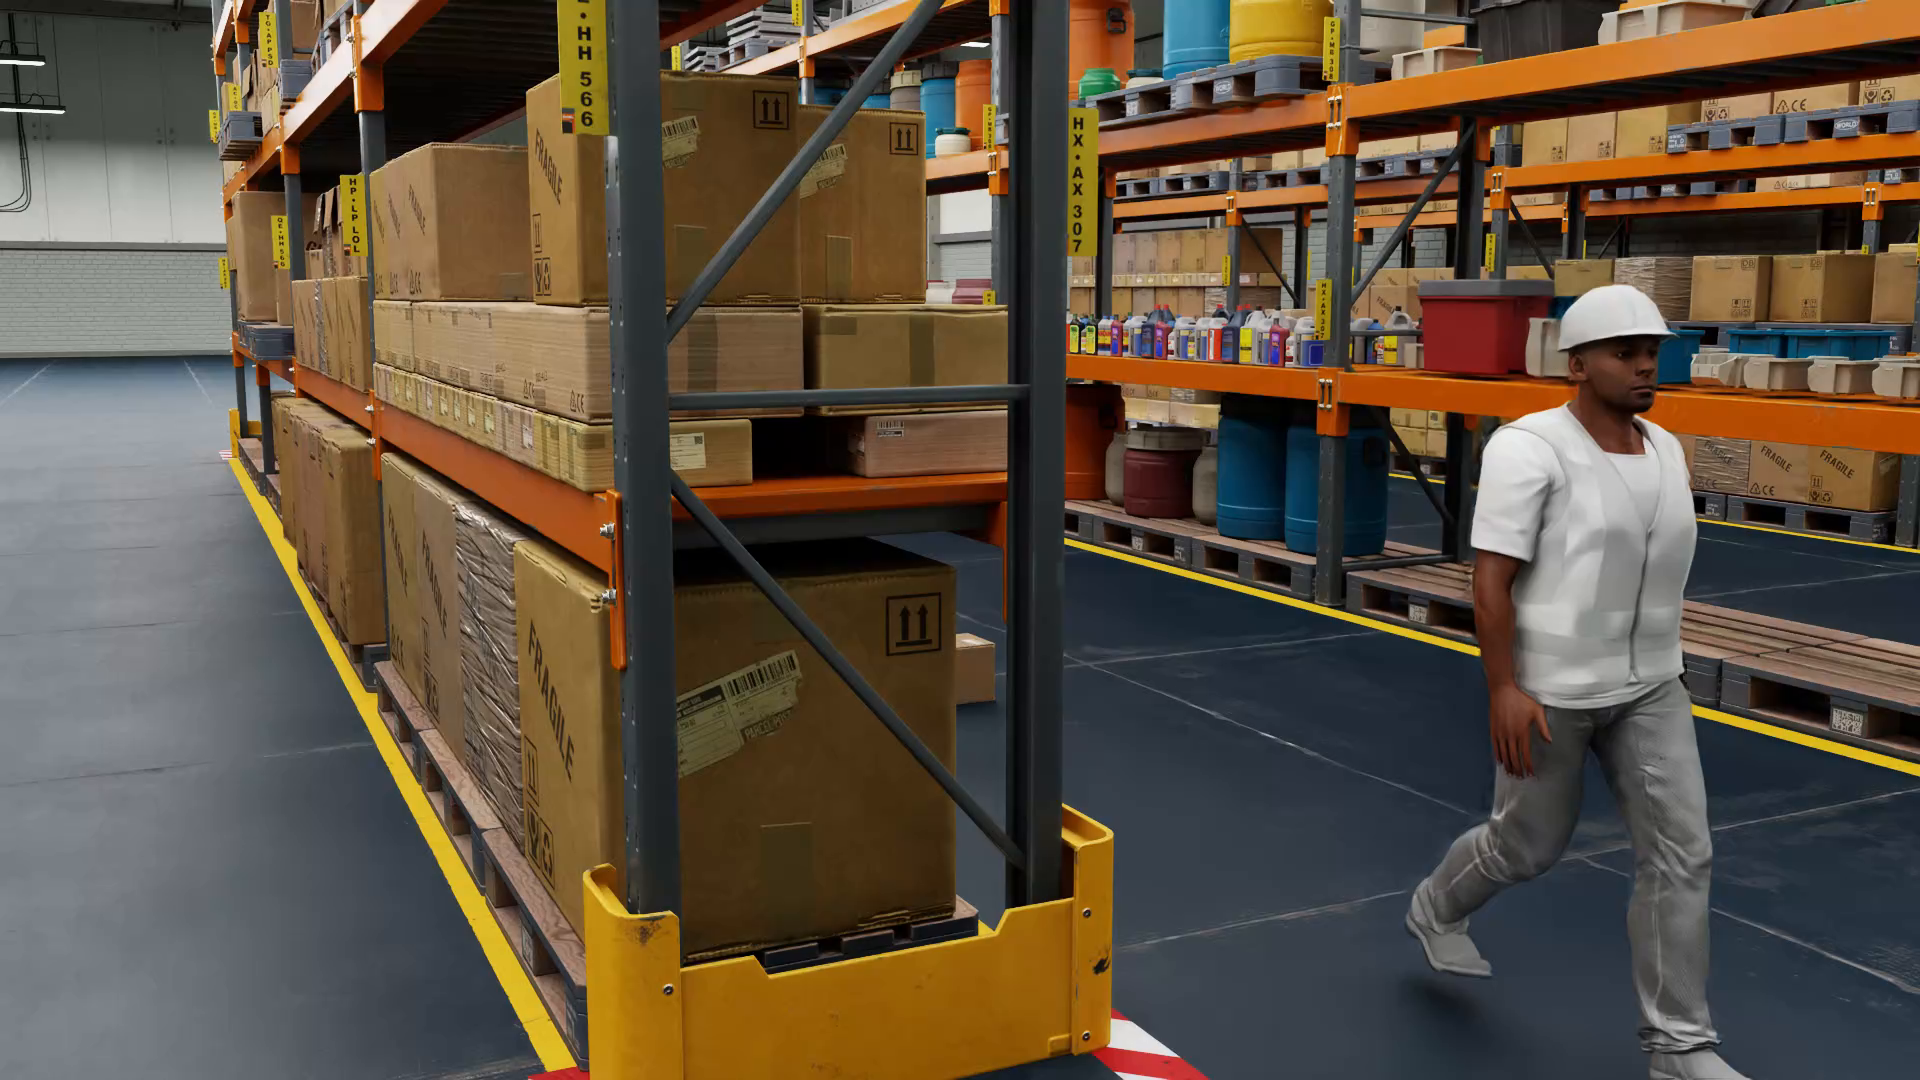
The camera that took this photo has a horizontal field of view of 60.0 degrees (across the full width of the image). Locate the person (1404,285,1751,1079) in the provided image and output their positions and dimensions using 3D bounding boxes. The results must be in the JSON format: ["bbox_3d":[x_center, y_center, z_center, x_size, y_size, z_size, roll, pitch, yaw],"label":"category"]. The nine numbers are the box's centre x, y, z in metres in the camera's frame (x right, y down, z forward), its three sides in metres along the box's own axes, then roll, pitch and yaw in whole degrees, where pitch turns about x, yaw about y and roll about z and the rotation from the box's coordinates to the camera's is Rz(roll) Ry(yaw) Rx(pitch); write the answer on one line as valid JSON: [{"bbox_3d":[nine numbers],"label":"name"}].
[{"bbox_3d":[1.381,0.309,3.695,0.582,1.732,0.988,-3,9,-19],"label":"person"}]
